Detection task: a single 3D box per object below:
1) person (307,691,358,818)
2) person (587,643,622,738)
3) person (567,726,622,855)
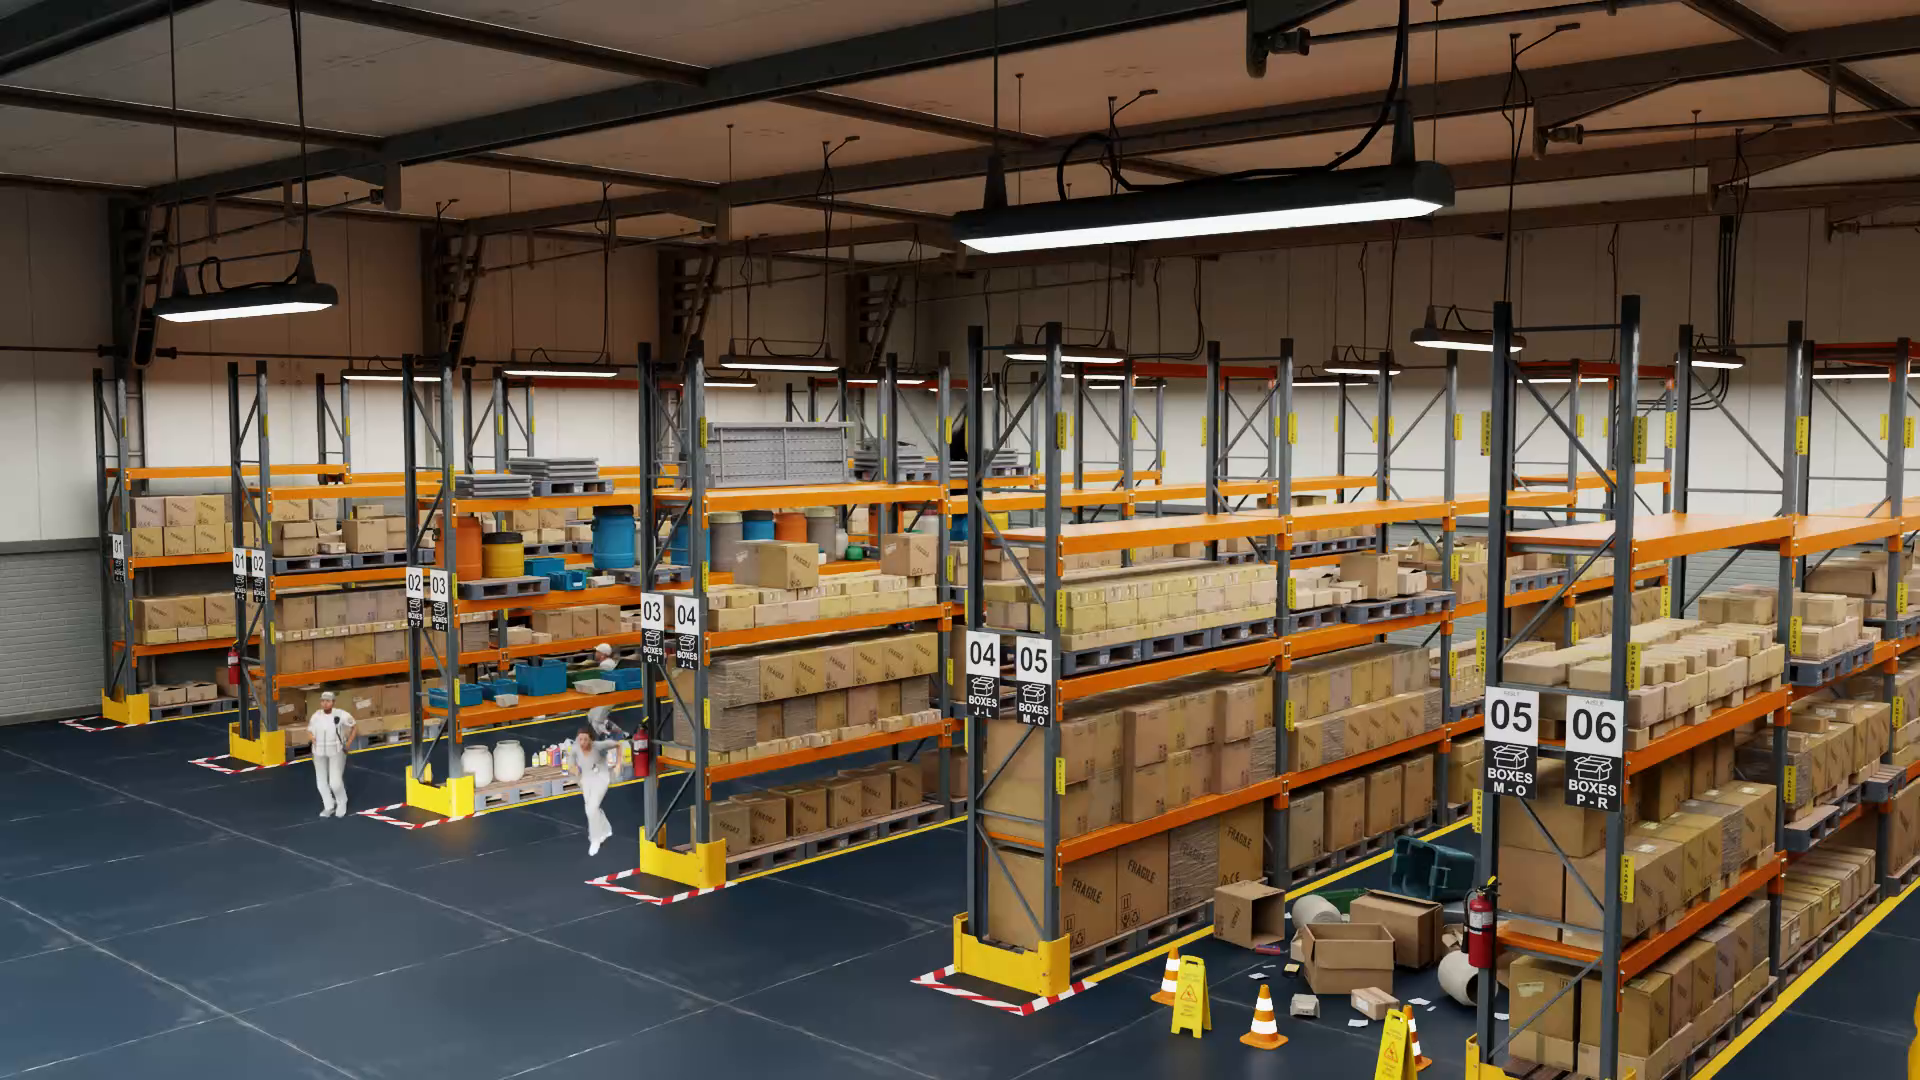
[{"bbox_3d":[-8.096,2.773,21.375,0.607,1.658,0.565,0,4,-2],"label":"person"},{"bbox_3d":[-5.461,2.437,25.529,0.527,1.737,0.795,-1,4,-14],"label":"person"},{"bbox_3d":[-4.320,2.944,19.793,0.594,1.578,0.945,1,4,7],"label":"person"}]
